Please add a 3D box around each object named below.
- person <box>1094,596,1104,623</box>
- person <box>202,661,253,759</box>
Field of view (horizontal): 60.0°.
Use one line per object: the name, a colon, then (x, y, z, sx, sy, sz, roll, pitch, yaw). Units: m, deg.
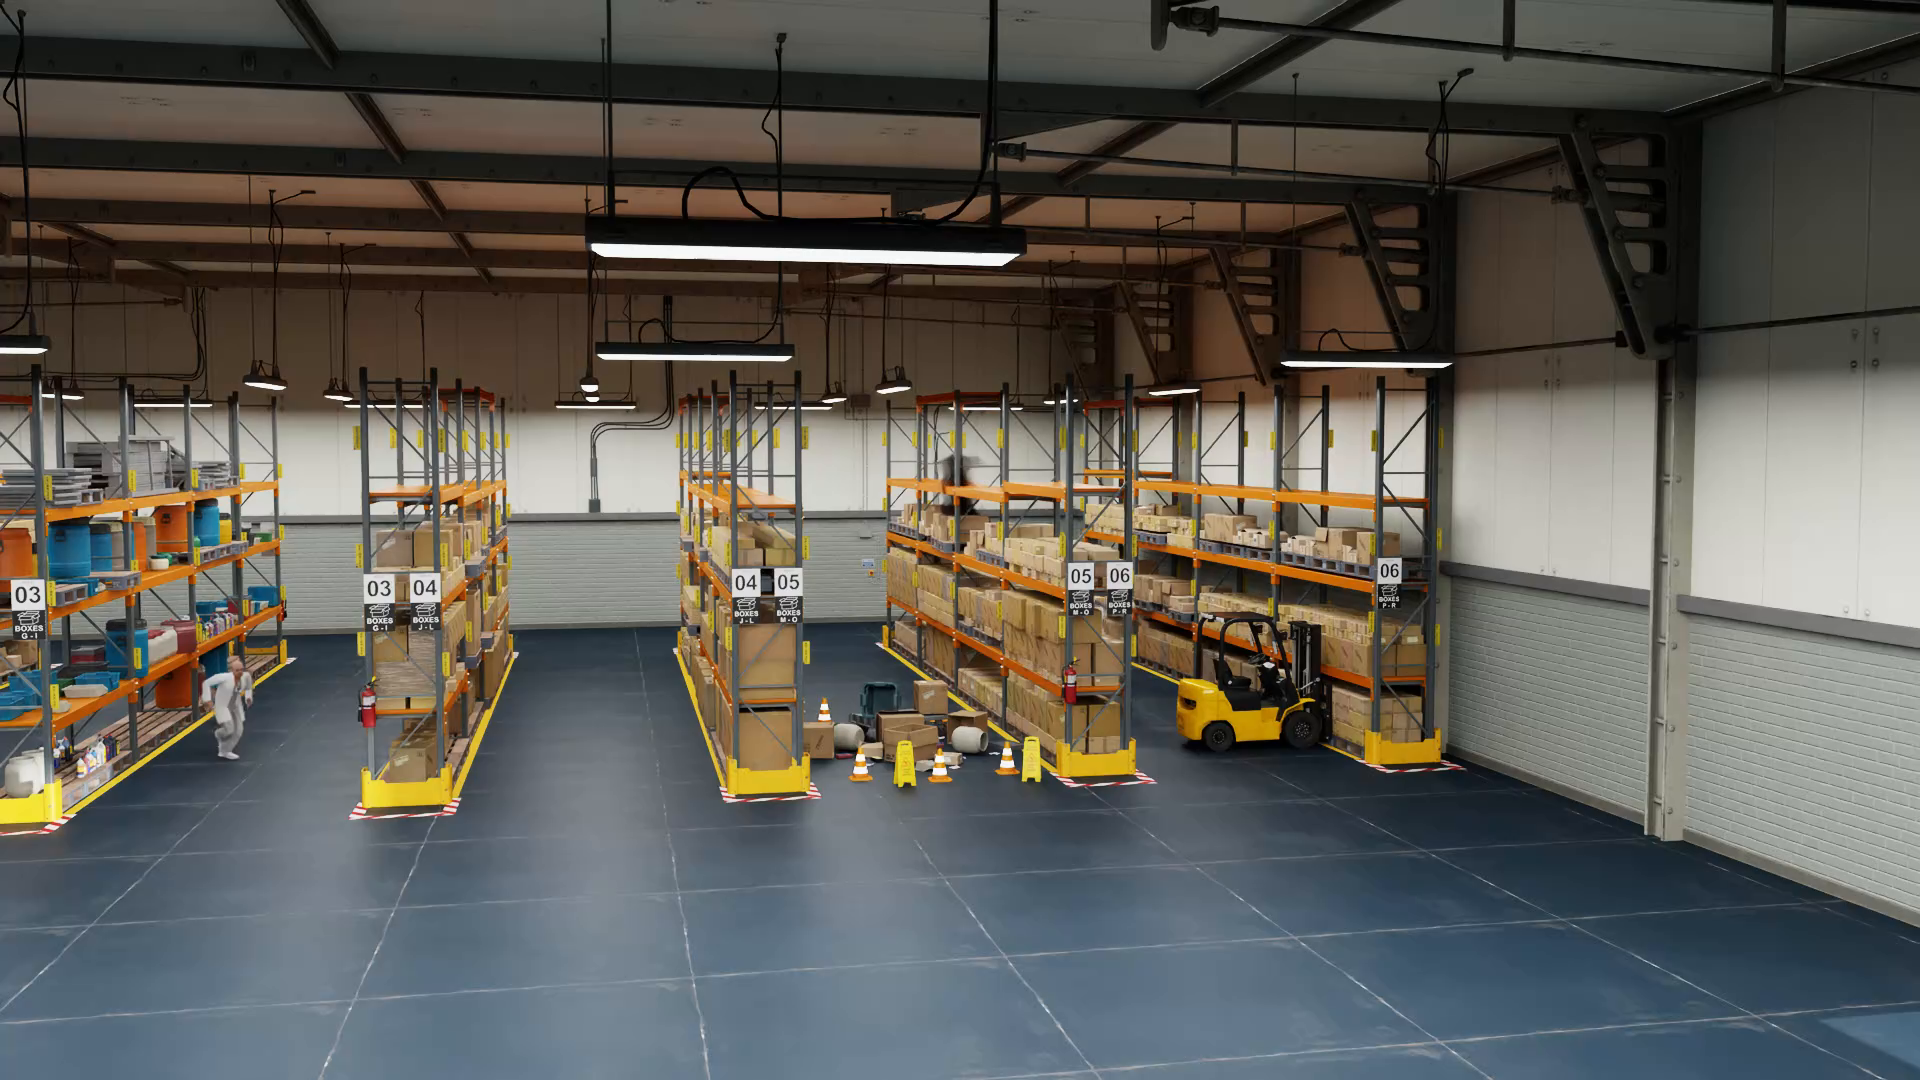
person: (2.811, 2.024, 35.331, 0.666, 1.812, 0.759, -2, 4, -33)
person: (-11.471, 2.664, 26.038, 0.878, 1.594, 0.742, 3, 5, 43)
